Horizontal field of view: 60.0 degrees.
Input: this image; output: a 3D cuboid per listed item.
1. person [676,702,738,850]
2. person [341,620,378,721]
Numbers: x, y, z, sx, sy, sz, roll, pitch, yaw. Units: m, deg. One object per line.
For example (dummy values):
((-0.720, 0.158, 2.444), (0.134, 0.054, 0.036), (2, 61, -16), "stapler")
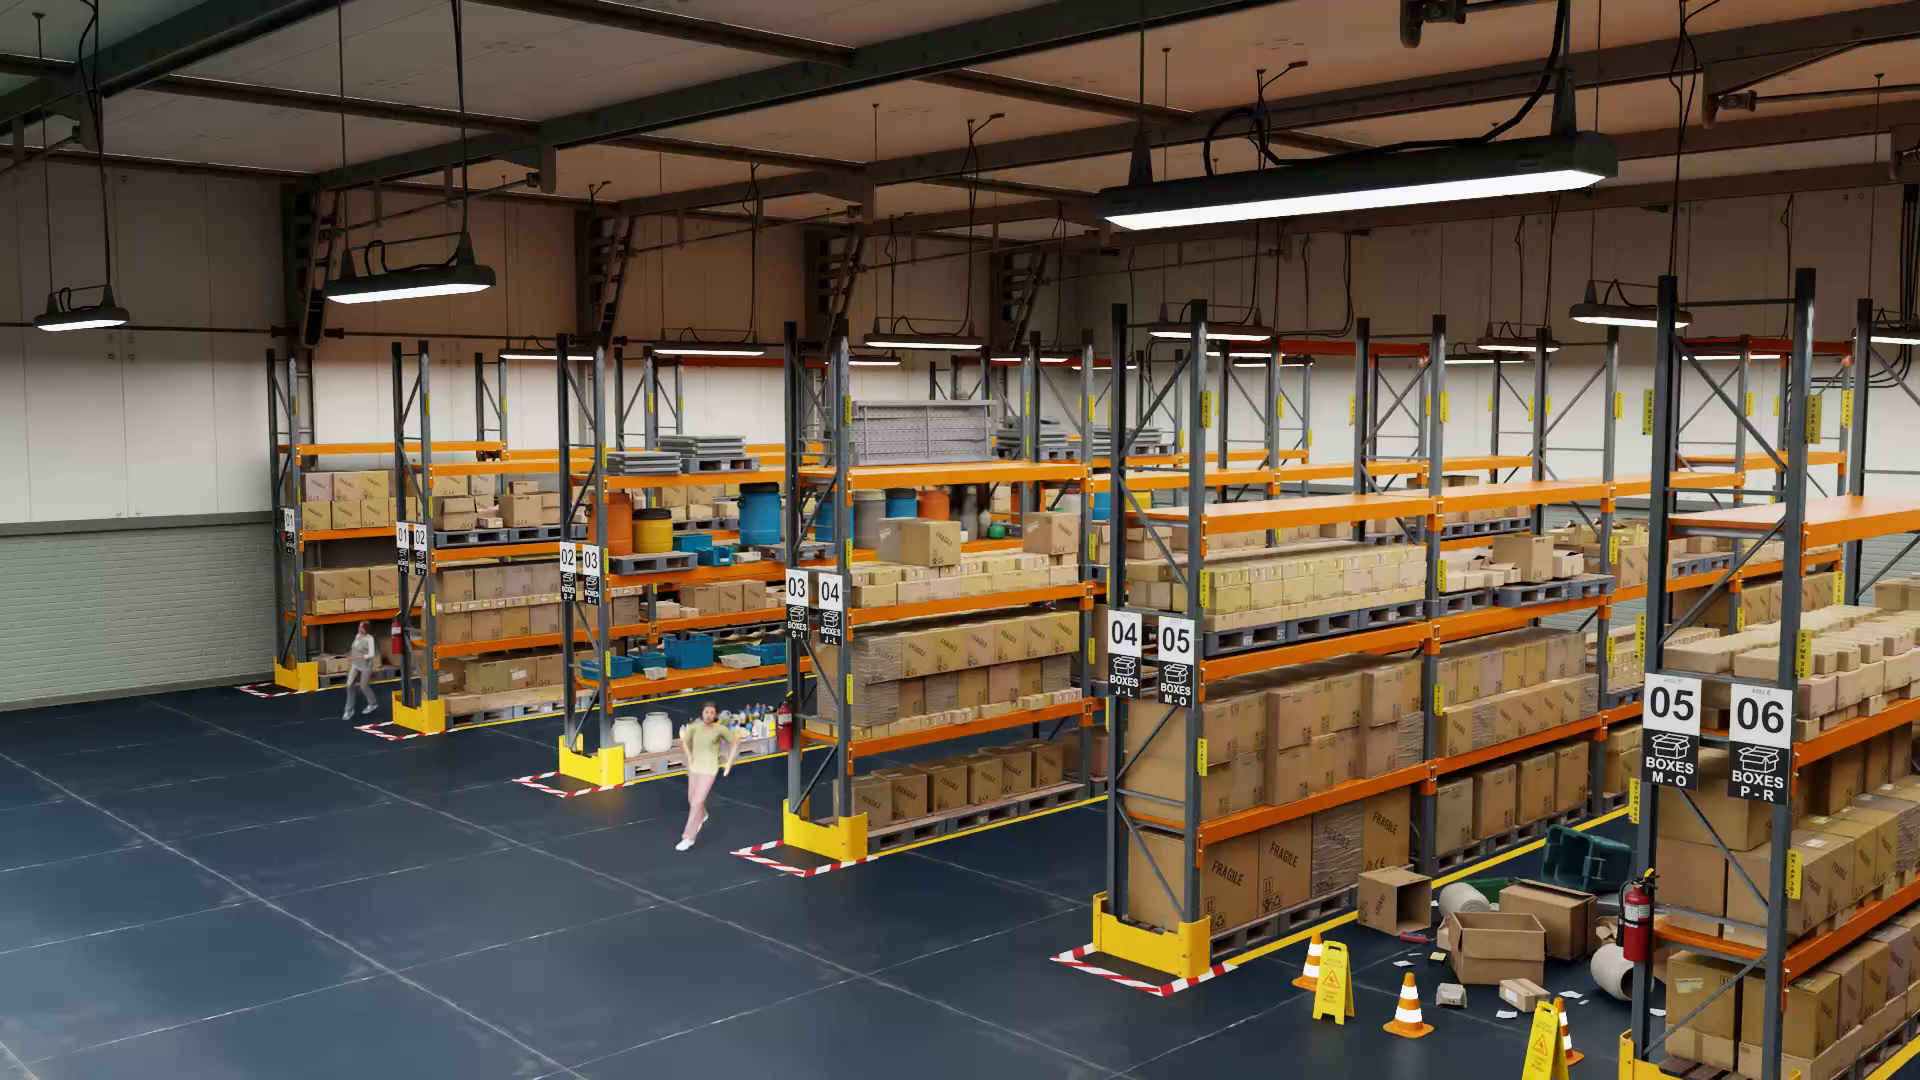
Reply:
((-2.908, 2.671, 19.142), (0.639, 1.652, 0.879), (1, 5, 15), "person")
((-9.531, 2.084, 26.658), (0.525, 1.608, 0.699), (2, 5, 22), "person")
